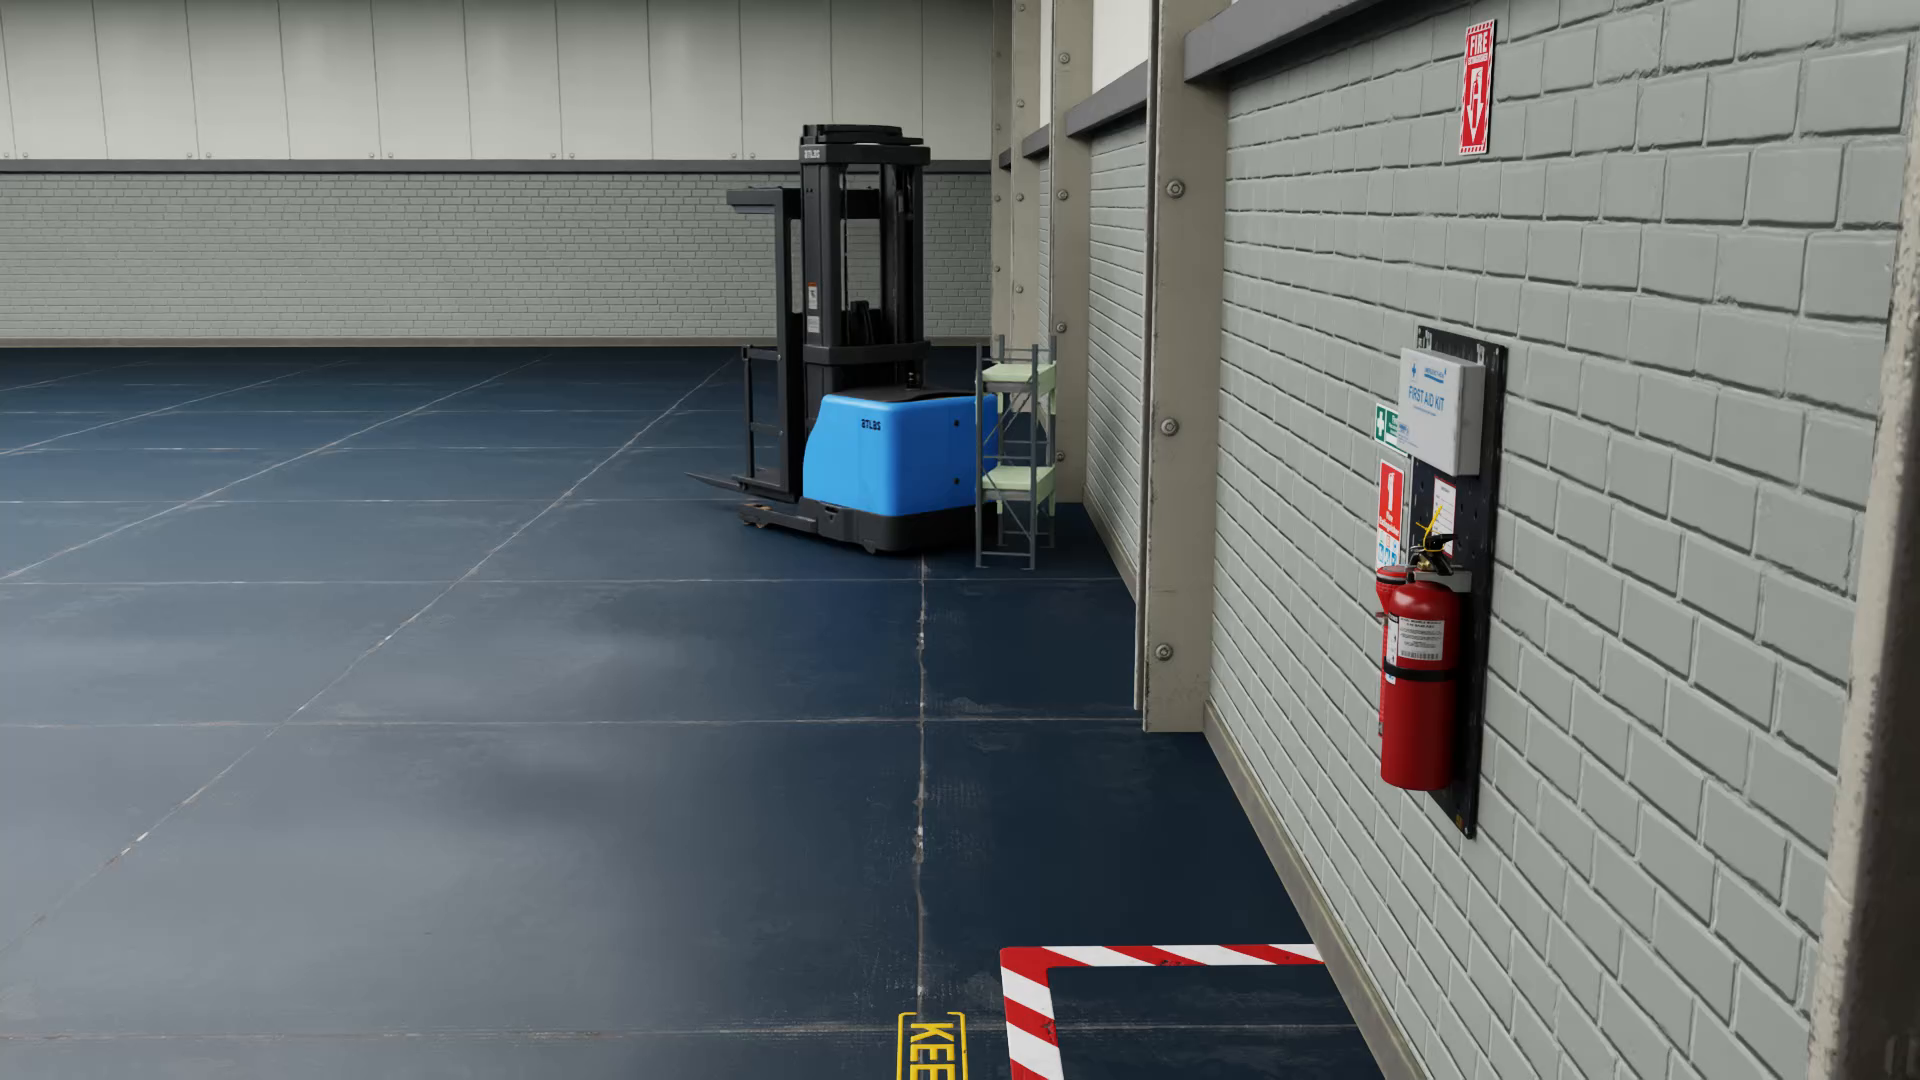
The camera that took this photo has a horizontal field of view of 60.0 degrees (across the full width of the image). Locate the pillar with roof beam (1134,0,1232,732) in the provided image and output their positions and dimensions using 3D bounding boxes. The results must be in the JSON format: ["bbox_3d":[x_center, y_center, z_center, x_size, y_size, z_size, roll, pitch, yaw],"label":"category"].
[{"bbox_3d":[-3.302,-3.545,6.901,9.100,9.000,0.400,0,11,-1],"label":"pillar with roof beam"}]

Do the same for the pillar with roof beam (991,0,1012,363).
[{"bbox_3d":[-3.674,-7.123,24.538,9.100,9.000,0.400,0,11,-1],"label":"pillar with roof beam"}]

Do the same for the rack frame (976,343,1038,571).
[{"bbox_3d":[0.306,-0.541,10.953,0.400,1.500,0.023,3,12,13],"label":"rack frame"}]

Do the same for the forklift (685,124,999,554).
[{"bbox_3d":[-1.034,-1.579,12.469,1.130,2.935,3.031,-9,15,-39],"label":"forklift"}]

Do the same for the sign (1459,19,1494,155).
[{"bbox_3d":[1.213,-1.060,3.908,0.001,0.298,0.199,0,11,-1],"label":"sign"}]

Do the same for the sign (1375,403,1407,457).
[{"bbox_3d":[1.196,-0.308,4.611,0.001,0.109,0.331,0,11,-1],"label":"sign"}]

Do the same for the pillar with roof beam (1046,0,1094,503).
[{"bbox_3d":[-3.426,-4.738,12.780,9.100,9.000,0.400,0,11,-1],"label":"pillar with roof beam"}]

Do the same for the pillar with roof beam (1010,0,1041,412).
[{"bbox_3d":[-3.550,-5.931,18.659,9.100,9.000,0.400,0,11,-1],"label":"pillar with roof beam"}]

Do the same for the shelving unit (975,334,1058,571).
[{"bbox_3d":[0.387,-0.612,11.302,0.431,1.500,0.755,3,12,13],"label":"shelving unit"}]

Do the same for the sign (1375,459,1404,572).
[{"bbox_3d":[1.205,-0.049,4.669,0.001,0.329,0.234,0,11,-1],"label":"sign"}]

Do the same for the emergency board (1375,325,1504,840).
[{"bbox_3d":[1.113,0.078,4.128,0.194,1.169,0.643,0,11,-1],"label":"emergency board"}]

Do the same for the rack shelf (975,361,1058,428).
[{"bbox_3d":[0.387,-0.994,11.225,0.431,0.370,0.720,3,12,13],"label":"rack shelf"}]

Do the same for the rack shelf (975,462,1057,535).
[{"bbox_3d":[0.387,-0.292,11.367,0.431,0.370,0.720,3,12,13],"label":"rack shelf"}]

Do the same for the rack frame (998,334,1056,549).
[{"bbox_3d":[0.468,-0.683,11.652,0.400,1.500,0.023,3,12,13],"label":"rack frame"}]
